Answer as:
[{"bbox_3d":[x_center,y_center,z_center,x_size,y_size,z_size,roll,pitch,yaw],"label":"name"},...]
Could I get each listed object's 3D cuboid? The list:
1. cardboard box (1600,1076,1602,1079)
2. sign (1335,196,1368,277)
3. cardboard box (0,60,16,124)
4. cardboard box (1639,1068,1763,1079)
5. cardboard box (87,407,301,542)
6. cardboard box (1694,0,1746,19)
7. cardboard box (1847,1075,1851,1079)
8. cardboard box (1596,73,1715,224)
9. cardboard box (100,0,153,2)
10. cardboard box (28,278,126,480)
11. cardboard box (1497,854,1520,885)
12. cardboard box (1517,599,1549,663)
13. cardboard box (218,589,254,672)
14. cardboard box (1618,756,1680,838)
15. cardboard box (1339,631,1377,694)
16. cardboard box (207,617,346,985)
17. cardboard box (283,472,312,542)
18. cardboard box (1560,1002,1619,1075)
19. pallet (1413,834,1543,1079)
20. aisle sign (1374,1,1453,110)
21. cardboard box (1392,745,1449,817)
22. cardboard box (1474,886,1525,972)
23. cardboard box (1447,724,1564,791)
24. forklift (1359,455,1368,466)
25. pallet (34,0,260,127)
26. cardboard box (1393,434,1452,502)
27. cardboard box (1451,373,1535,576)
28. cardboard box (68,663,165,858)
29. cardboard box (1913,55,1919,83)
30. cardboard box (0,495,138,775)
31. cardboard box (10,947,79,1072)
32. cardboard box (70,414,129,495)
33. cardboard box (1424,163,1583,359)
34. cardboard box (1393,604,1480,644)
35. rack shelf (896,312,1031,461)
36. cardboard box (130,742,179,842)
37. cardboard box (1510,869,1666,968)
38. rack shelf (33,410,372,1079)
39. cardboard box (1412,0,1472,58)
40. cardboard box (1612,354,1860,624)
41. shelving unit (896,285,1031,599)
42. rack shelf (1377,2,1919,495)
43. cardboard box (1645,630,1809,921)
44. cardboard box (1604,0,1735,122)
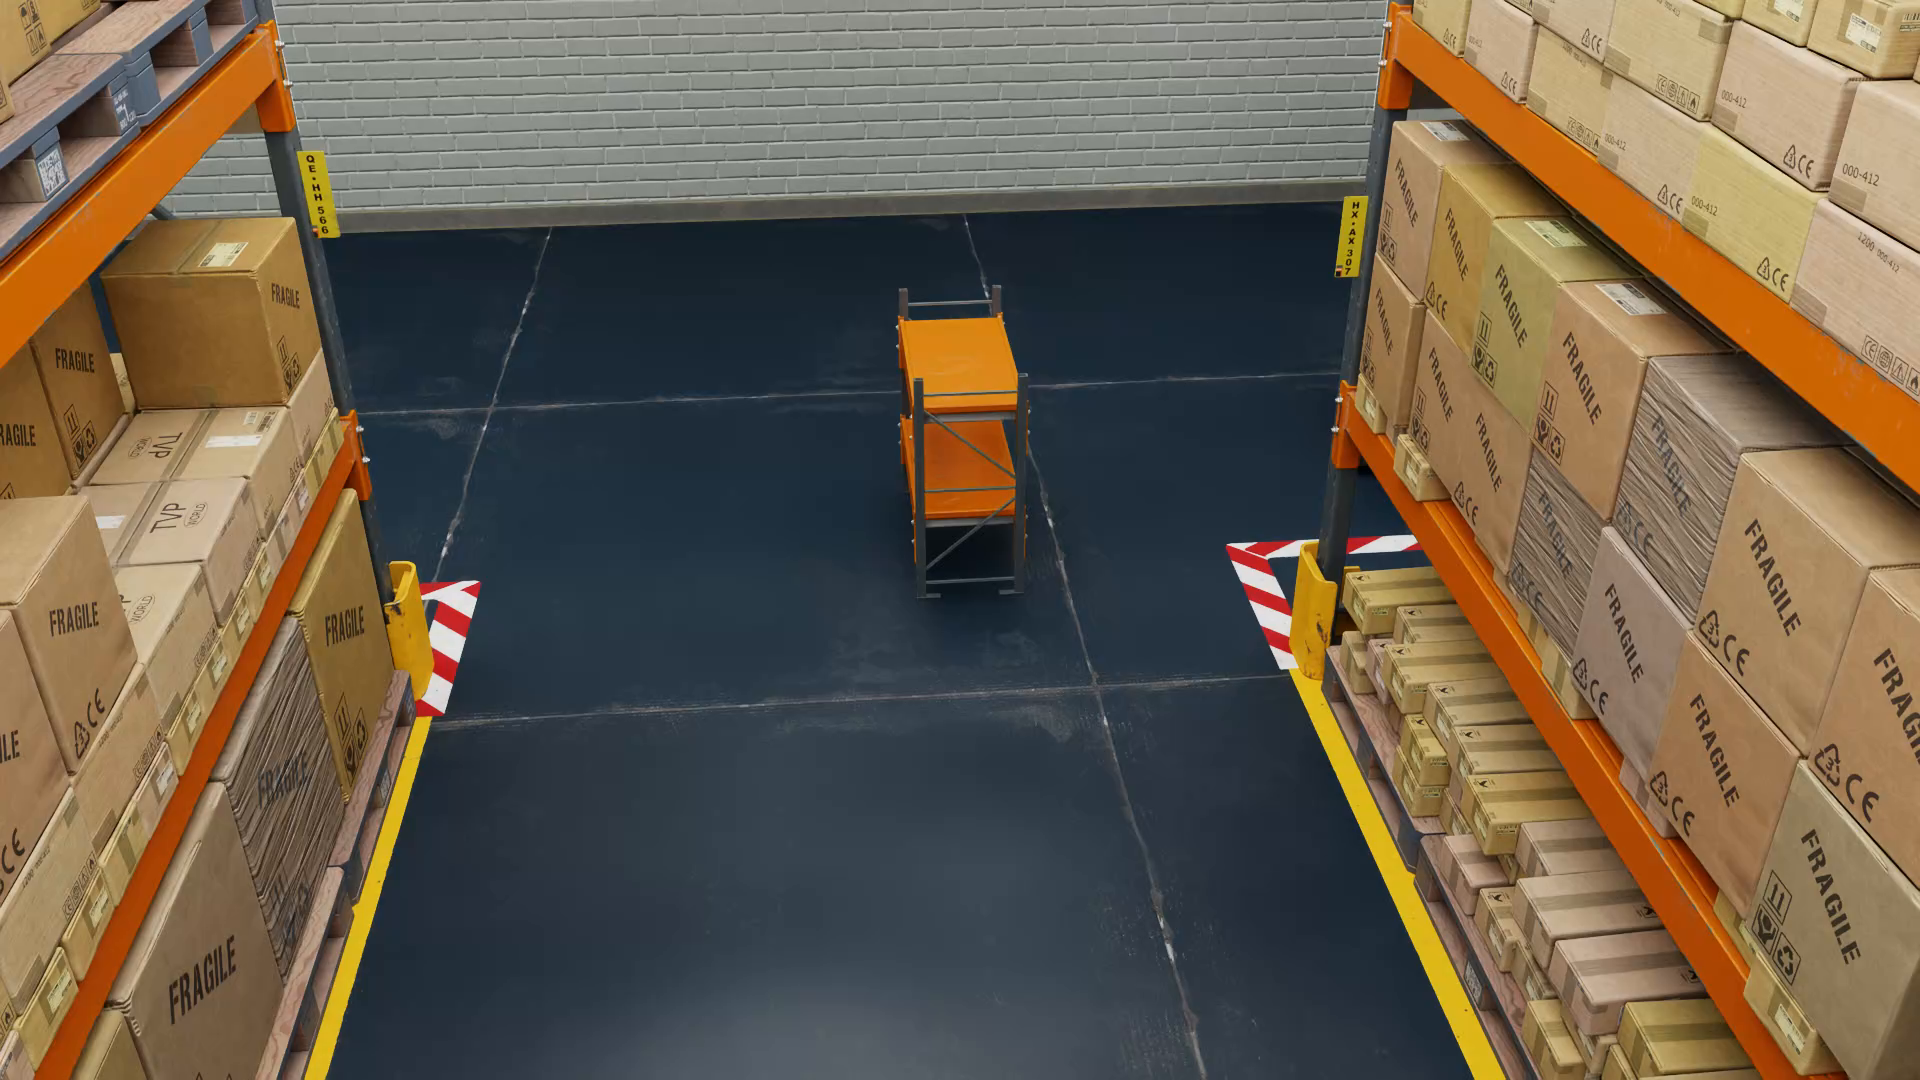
[{"bbox_3d":[2.125,1.665,4.909,0.380,0.149,0.250,-3,31,-6],"label":"cardboard box"},{"bbox_3d":[1.521,-1.174,6.446,0.100,0.325,0.005,-3,31,-5],"label":"sign"},{"bbox_3d":[-2.599,-1.099,3.636,0.700,0.500,0.500,-1,31,-2],"label":"cardboard box"},{"bbox_3d":[2.049,1.577,4.474,0.380,0.149,0.250,-3,31,-5],"label":"cardboard box"},{"bbox_3d":[-2.531,-0.212,5.536,0.500,0.250,0.500,-3,31,-5],"label":"cardboard box"},{"bbox_3d":[1.943,-1.330,3.896,0.380,0.149,0.250,-3,31,-5],"label":"cardboard box"},{"bbox_3d":[2.175,1.187,3.583,0.380,0.149,0.250,-3,31,-5],"label":"cardboard box"},{"bbox_3d":[1.992,-1.015,4.245,0.500,0.250,0.500,-3,31,-5],"label":"cardboard box"},{"bbox_3d":[-2.785,-1.934,5.032,0.700,0.500,0.500,-5,31,-8],"label":"cardboard box"},{"bbox_3d":[-3.064,-0.514,5.311,0.500,0.500,0.500,-3,31,-6],"label":"cardboard box"},{"bbox_3d":[2.037,1.034,5.674,0.380,0.149,0.250,-1,31,-2],"label":"cardboard box"},{"bbox_3d":[1.961,0.254,5.144,0.380,0.149,0.250,-2,31,-3],"label":"cardboard box"},{"bbox_3d":[-2.404,0.285,5.092,0.380,0.149,0.250,-3,31,-4],"label":"cardboard box"},{"bbox_3d":[2.022,0.651,4.480,0.380,0.149,0.250,-4,31,-7],"label":"cardboard box"},{"bbox_3d":[1.791,0.498,6.862,0.380,0.149,0.250,-2,31,-4],"label":"cardboard box"},{"bbox_3d":[-2.662,0.877,5.519,0.875,0.875,0.875,-3,31,-5],"label":"cardboard box"},{"bbox_3d":[-2.477,-0.107,5.749,0.380,0.149,0.250,-3,31,-4],"label":"cardboard box"},{"bbox_3d":[2.039,1.449,4.980,0.380,0.149,0.250,-2,31,-3],"label":"cardboard box"},{"bbox_3d":[2.220,1.445,5.624,1.003,0.211,1.213,-3,31,-5],"label":"pallet"},{"bbox_3d":[1.755,-1.968,6.084,0.394,0.787,0.004,-3,31,-5],"label":"aisle sign"},{"bbox_3d":[1.842,0.890,6.206,0.380,0.149,0.250,-2,31,-4],"label":"cardboard box"},{"bbox_3d":[1.949,1.287,5.541,0.380,0.149,0.250,-3,31,-5],"label":"cardboard box"},{"bbox_3d":[1.935,0.778,5.813,0.380,0.149,0.250,-2,31,-3],"label":"cardboard box"},{"bbox_3d":[3.587,-1.696,8.231,3.031,2.935,1.130,6,31,11],"label":"forklift"},{"bbox_3d":[-2.807,-1.514,5.021,1.003,0.211,1.213,-3,31,-5],"label":"pallet"},{"bbox_3d":[1.802,-0.272,6.025,0.380,0.149,0.250,-4,31,-6],"label":"cardboard box"},{"bbox_3d":[1.936,-0.234,5.329,0.500,0.500,0.500,-2,31,-4],"label":"cardboard box"},{"bbox_3d":[-2.392,0.566,4.234,0.500,0.250,0.500,-2,31,-3],"label":"cardboard box"},{"bbox_3d":[2.127,-0.939,3.242,0.380,0.149,0.250,-2,31,-3],"label":"cardboard box"},{"bbox_3d":[-2.395,0.240,4.047,0.500,0.500,0.500,-4,31,-6],"label":"cardboard box"},{"bbox_3d":[-2.259,1.072,3.775,0.380,0.149,0.250,-2,31,-3],"label":"cardboard box"},{"bbox_3d":[-3.056,-0.183,5.487,0.500,0.250,0.500,-3,31,-5],"label":"cardboard box"},{"bbox_3d":[1.892,-0.929,5.518,0.500,0.500,0.500,-2,31,-3],"label":"cardboard box"},{"bbox_3d":[1.917,0.378,6.482,0.380,0.149,0.250,-2,31,-4],"label":"cardboard box"},{"bbox_3d":[-0.001,-0.738,7.817,0.538,0.278,1.000,-3,31,-5],"label":"rack shelf"},{"bbox_3d":[-2.331,0.679,4.433,0.380,0.149,0.250,-2,31,-4],"label":"cardboard box"},{"bbox_3d":[1.947,1.170,5.156,0.380,0.149,0.250,-4,31,-6],"label":"cardboard box"},{"bbox_3d":[-2.700,0.687,4.875,1.077,0.370,4.000,-3,31,-5],"label":"rack shelf"},{"bbox_3d":[1.848,-1.810,5.577,0.500,0.250,0.500,-2,31,-3],"label":"cardboard box"},{"bbox_3d":[2.034,-0.139,4.195,0.500,0.500,0.500,-2,31,-3],"label":"cardboard box"},{"bbox_3d":[-0.001,-0.486,7.967,0.538,1.125,1.048,-3,31,-5],"label":"shelving unit"},{"bbox_3d":[2.248,-0.786,4.418,1.077,0.370,4.000,-3,31,-5],"label":"rack shelf"},{"bbox_3d":[2.061,0.544,4.026,0.500,0.500,0.500,-4,31,-6],"label":"cardboard box"},{"bbox_3d":[1.977,-1.247,4.146,0.500,0.250,0.500,-4,31,-6],"label":"cardboard box"}]
